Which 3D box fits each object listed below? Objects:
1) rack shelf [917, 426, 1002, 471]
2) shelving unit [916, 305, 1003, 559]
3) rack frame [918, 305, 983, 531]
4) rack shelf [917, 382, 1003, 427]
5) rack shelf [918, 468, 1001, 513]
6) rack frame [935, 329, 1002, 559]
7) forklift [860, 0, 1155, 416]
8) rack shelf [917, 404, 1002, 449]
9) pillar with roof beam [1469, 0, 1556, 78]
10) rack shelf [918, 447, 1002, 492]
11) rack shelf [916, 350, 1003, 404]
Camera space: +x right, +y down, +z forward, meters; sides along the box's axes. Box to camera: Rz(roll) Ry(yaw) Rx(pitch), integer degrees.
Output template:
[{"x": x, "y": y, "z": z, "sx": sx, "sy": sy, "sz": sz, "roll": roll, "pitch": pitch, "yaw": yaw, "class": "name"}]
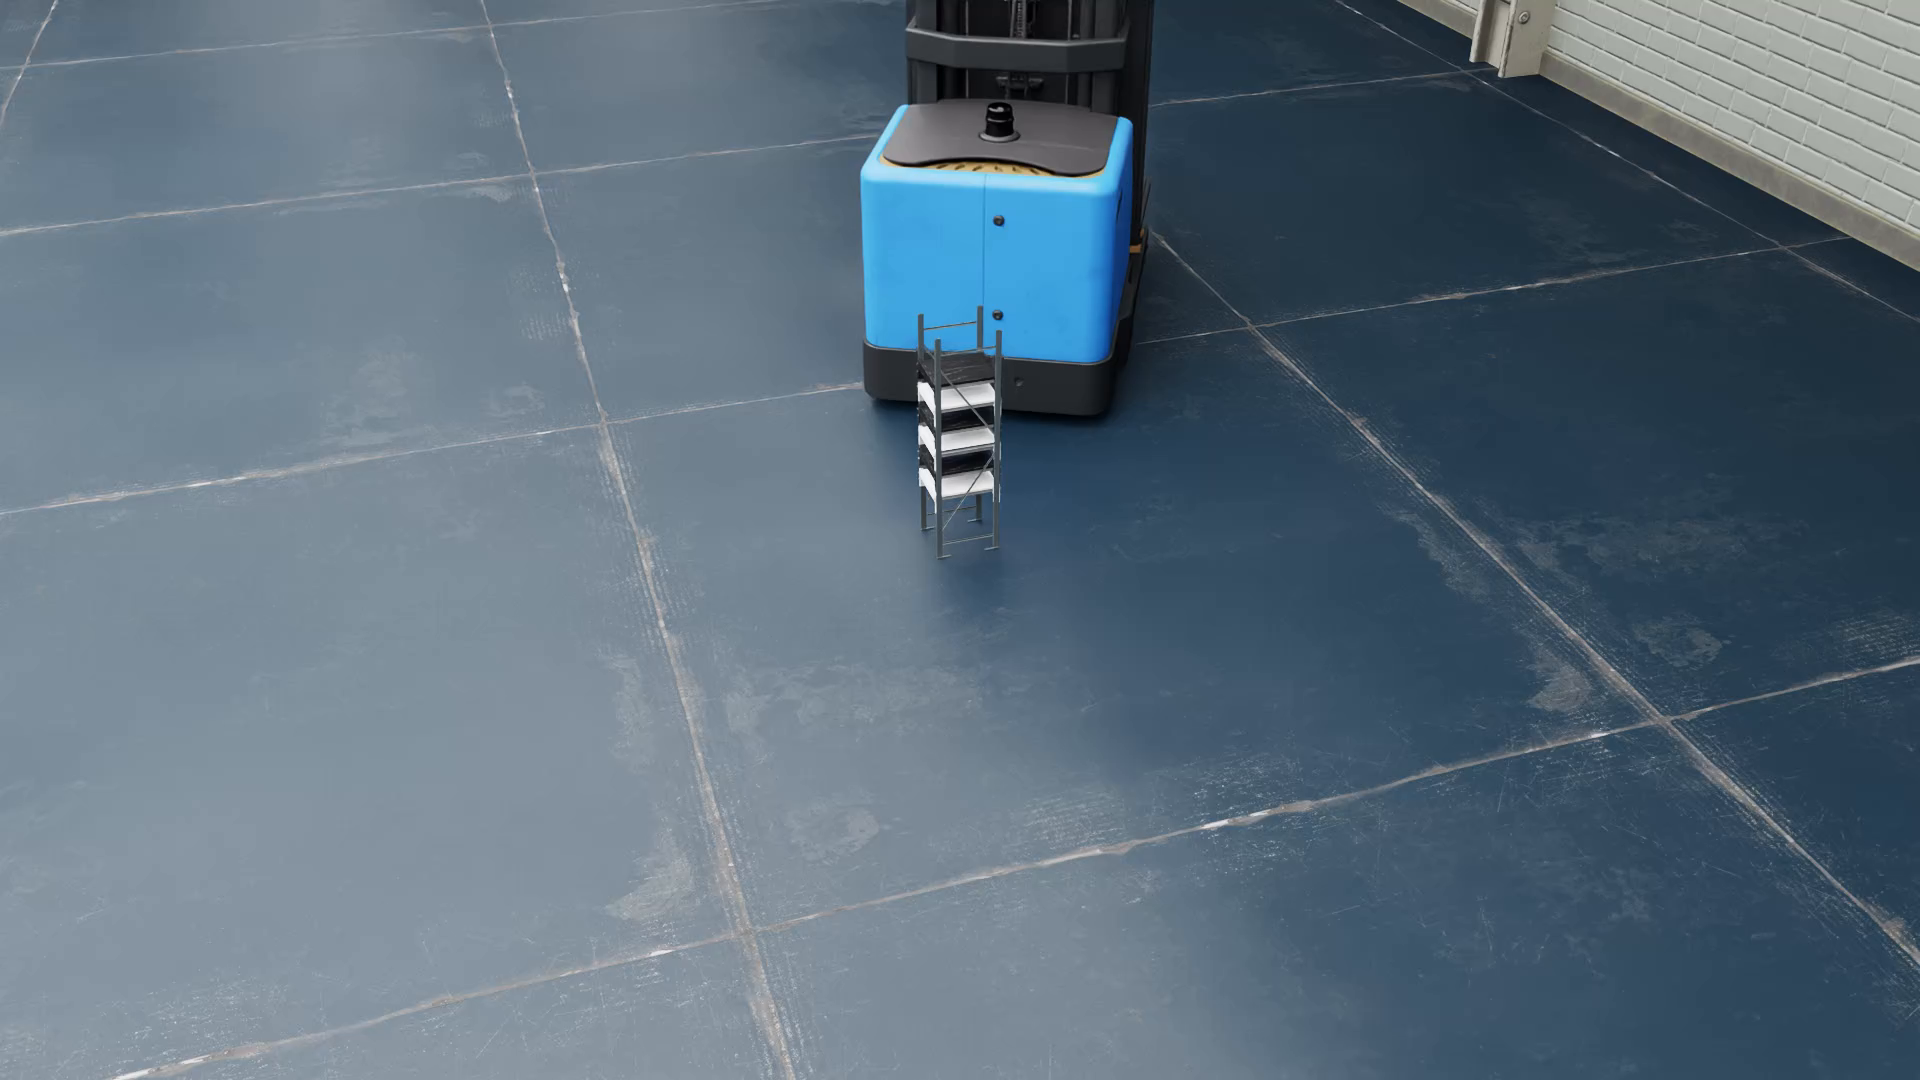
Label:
[{"x": -0.002, "y": -0.352, "z": 6.027, "sx": 0.258, "sy": 0.077, "sz": 0.200, "roll": -10, "pitch": 35, "yaw": -15, "class": "rack shelf"}, {"x": -0.002, "y": -0.380, "z": 6.008, "sx": 0.258, "sy": 0.900, "sz": 0.210, "roll": -10, "pitch": 35, "yaw": -15, "class": "shelving unit"}, {"x": -0.033, "y": -0.433, "z": 6.089, "sx": 0.240, "sy": 0.900, "sz": 0.006, "roll": -10, "pitch": 35, "yaw": -15, "class": "rack frame"}, {"x": -0.002, "y": -0.502, "z": 5.928, "sx": 0.258, "sy": 0.077, "sz": 0.200, "roll": -10, "pitch": 35, "yaw": -15, "class": "rack shelf"}, {"x": -0.002, "y": -0.202, "z": 6.126, "sx": 0.258, "sy": 0.077, "sz": 0.200, "roll": -10, "pitch": 35, "yaw": -15, "class": "rack shelf"}, {"x": 0.029, "y": -0.326, "z": 5.928, "sx": 0.240, "sy": 0.900, "sz": 0.006, "roll": -10, "pitch": 35, "yaw": -15, "class": "rack frame"}, {"x": 0.346, "y": -2.540, "z": 7.435, "sx": 1.130, "sy": 2.935, "sz": 3.031, "roll": 5, "pitch": 34, "yaw": 8, "class": "forklift"}, {"x": -0.002, "y": -0.427, "z": 5.977, "sx": 0.258, "sy": 0.077, "sz": 0.200, "roll": -10, "pitch": 35, "yaw": -15, "class": "rack shelf"}, {"x": -0.497, "y": -6.157, "z": 7.406, "sx": 9.100, "sy": 9.000, "sz": 0.400, "roll": -10, "pitch": 35, "yaw": -15, "class": "pillar with roof beam"}, {"x": -0.002, "y": -0.277, "z": 6.076, "sx": 0.258, "sy": 0.077, "sz": 0.200, "roll": -10, "pitch": 35, "yaw": -15, "class": "rack shelf"}, {"x": -0.002, "y": -0.577, "z": 5.878, "sx": 0.258, "sy": 0.077, "sz": 0.200, "roll": -10, "pitch": 35, "yaw": -15, "class": "rack shelf"}]
